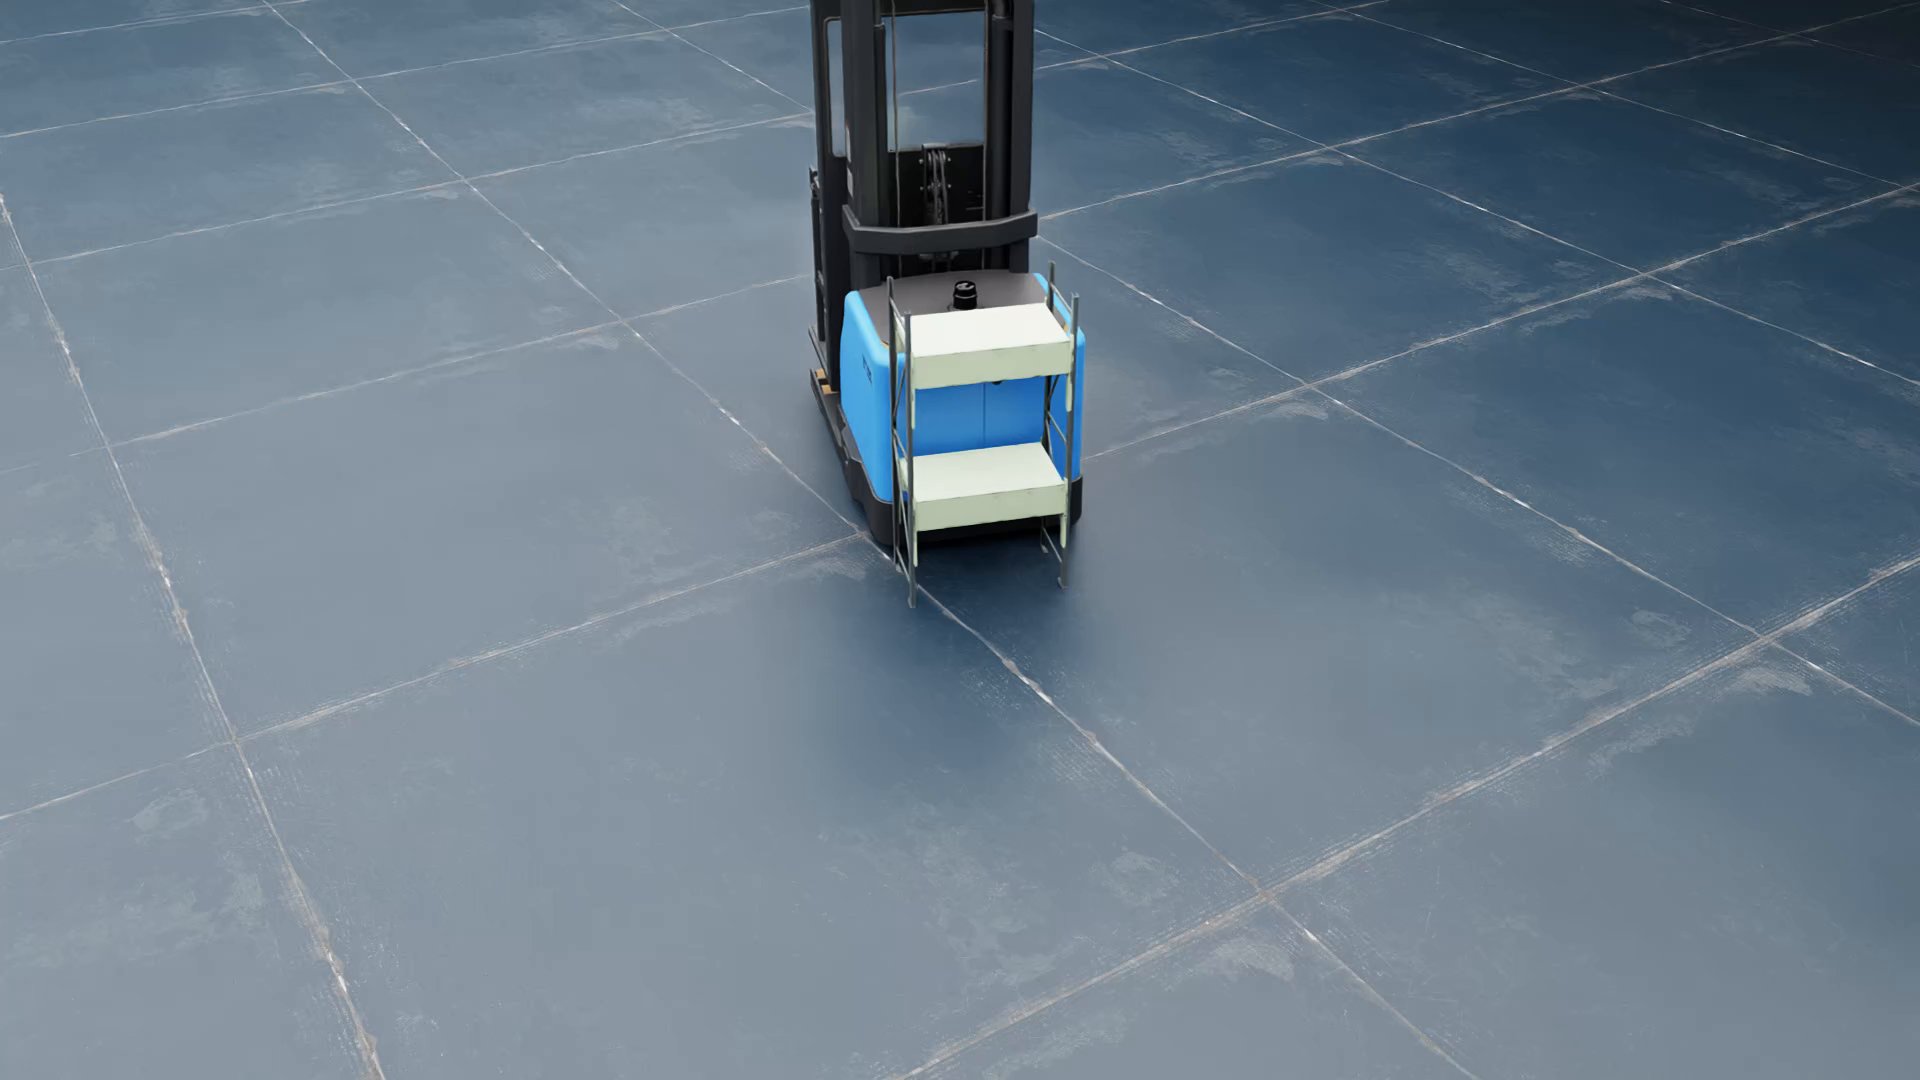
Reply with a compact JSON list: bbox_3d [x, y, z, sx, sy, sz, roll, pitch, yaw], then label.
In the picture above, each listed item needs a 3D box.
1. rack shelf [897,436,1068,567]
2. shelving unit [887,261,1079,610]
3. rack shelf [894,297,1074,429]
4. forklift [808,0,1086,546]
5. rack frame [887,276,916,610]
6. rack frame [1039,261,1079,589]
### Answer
[{"bbox_3d":[0.094,-0.184,7.747,0.720,0.370,0.431,-7,33,-11],"label":"rack shelf"},{"bbox_3d":[0.094,-0.460,7.572,0.755,1.500,0.431,-7,33,-11],"label":"shelving unit"},{"bbox_3d":[0.094,-0.789,7.364,0.720,0.370,0.431,-7,33,-11],"label":"rack shelf"},{"bbox_3d":[-0.235,-1.989,8.656,1.130,2.935,3.031,-7,33,-11],"label":"forklift"},{"bbox_3d":[-0.262,-0.414,7.500,0.023,1.500,0.400,-7,33,-11],"label":"rack frame"},{"bbox_3d":[0.450,-0.505,7.645,0.023,1.500,0.400,-7,33,-11],"label":"rack frame"}]
